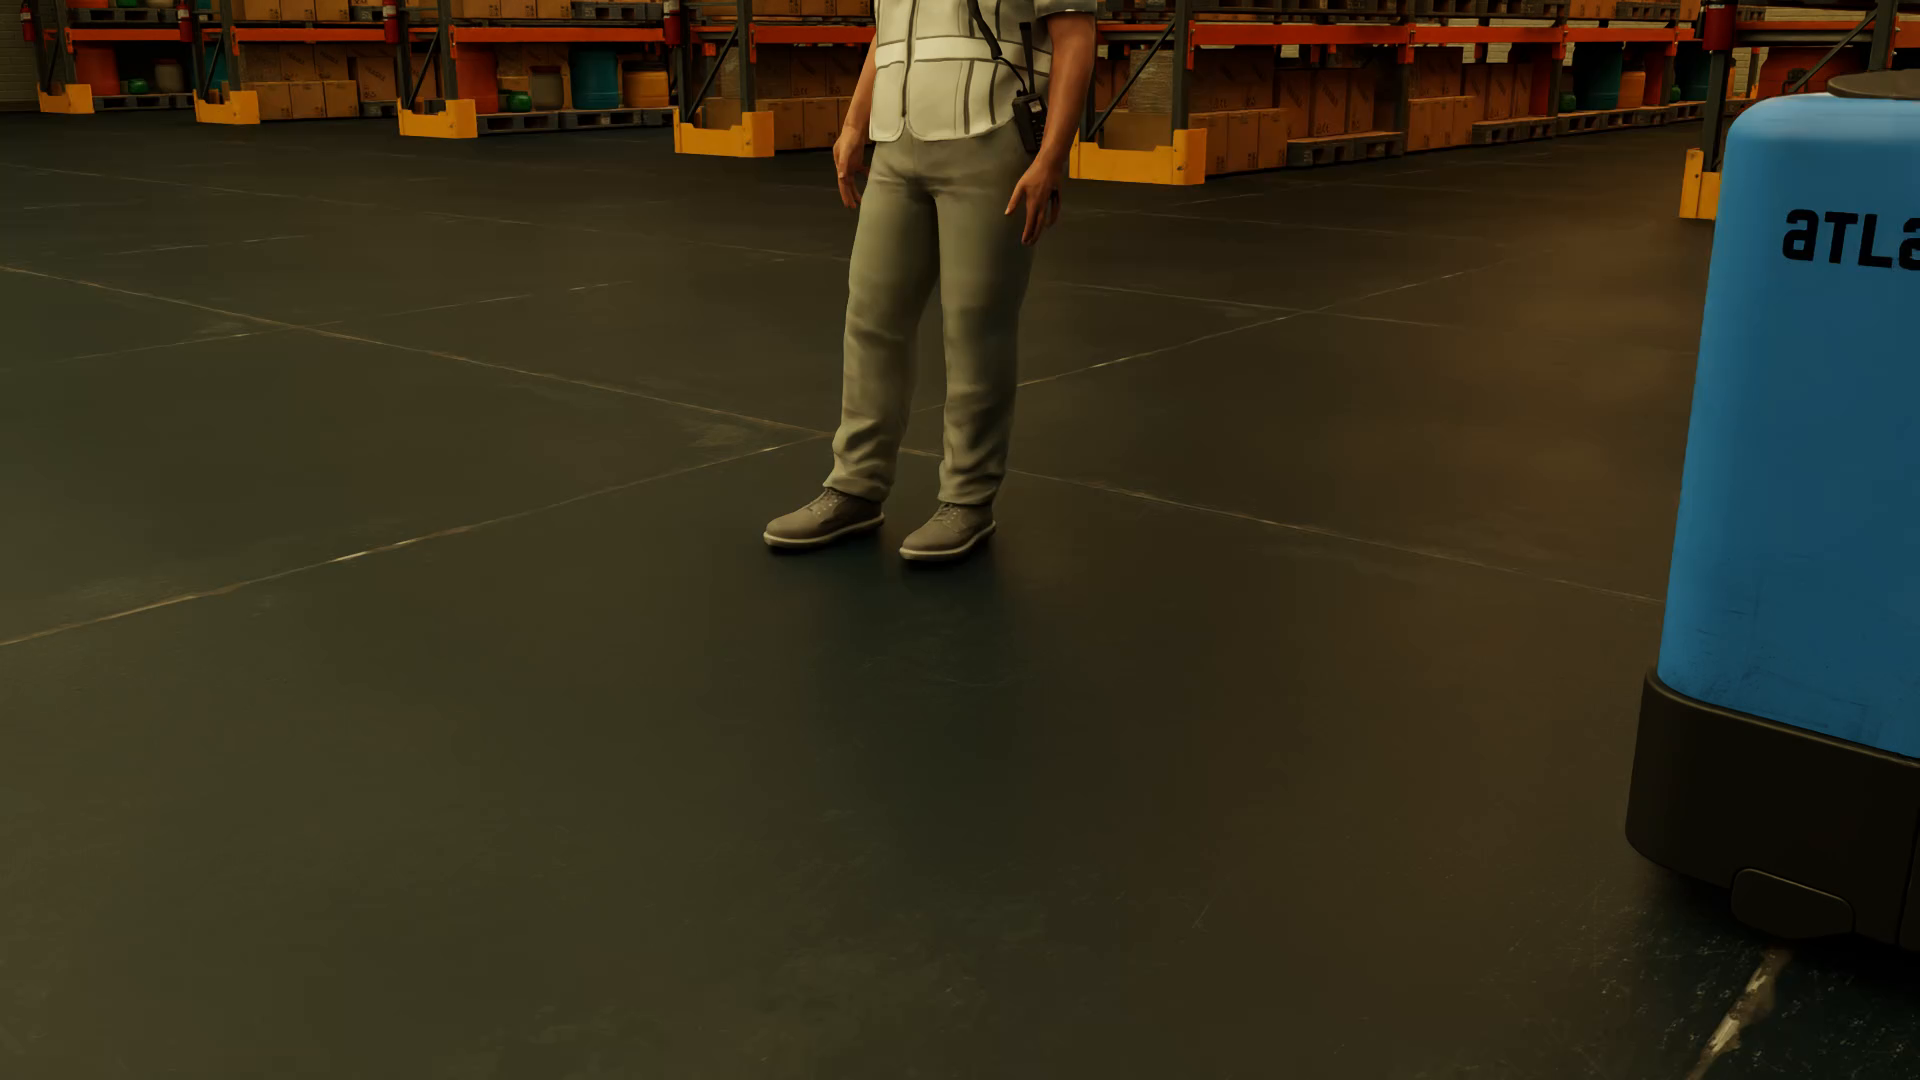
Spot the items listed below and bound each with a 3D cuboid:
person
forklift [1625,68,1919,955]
[{"bbox_3d":[-0.059,-0.844,3.631,0.640,1.781,0.575,13,21,37],"label":"person"},{"bbox_3d":[2.324,-0.706,1.224,1.130,2.935,3.031,-16,23,-42],"label":"forklift"}]
